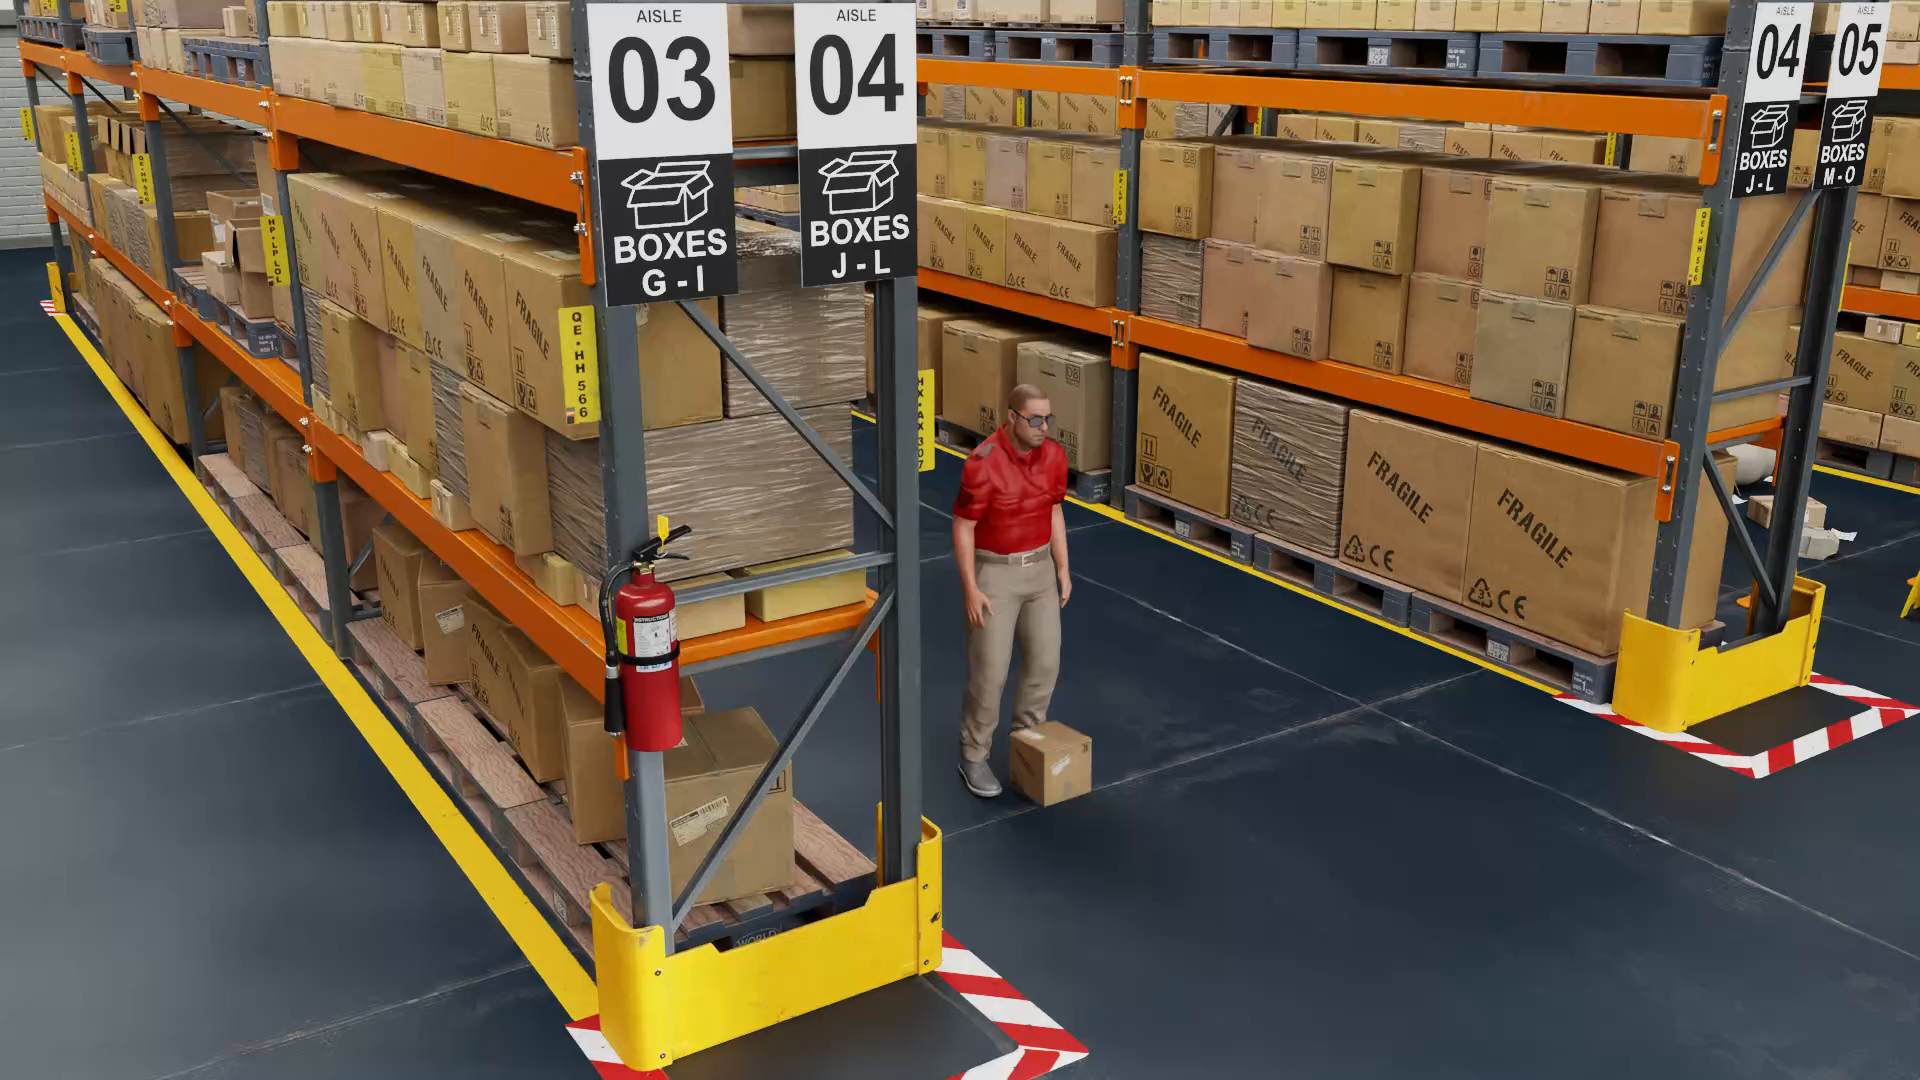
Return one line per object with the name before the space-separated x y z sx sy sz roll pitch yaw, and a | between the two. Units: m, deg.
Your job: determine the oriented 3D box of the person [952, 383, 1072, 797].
person | 0.231 0.181 7.019 0.578 1.727 0.390 -12 22 -33
